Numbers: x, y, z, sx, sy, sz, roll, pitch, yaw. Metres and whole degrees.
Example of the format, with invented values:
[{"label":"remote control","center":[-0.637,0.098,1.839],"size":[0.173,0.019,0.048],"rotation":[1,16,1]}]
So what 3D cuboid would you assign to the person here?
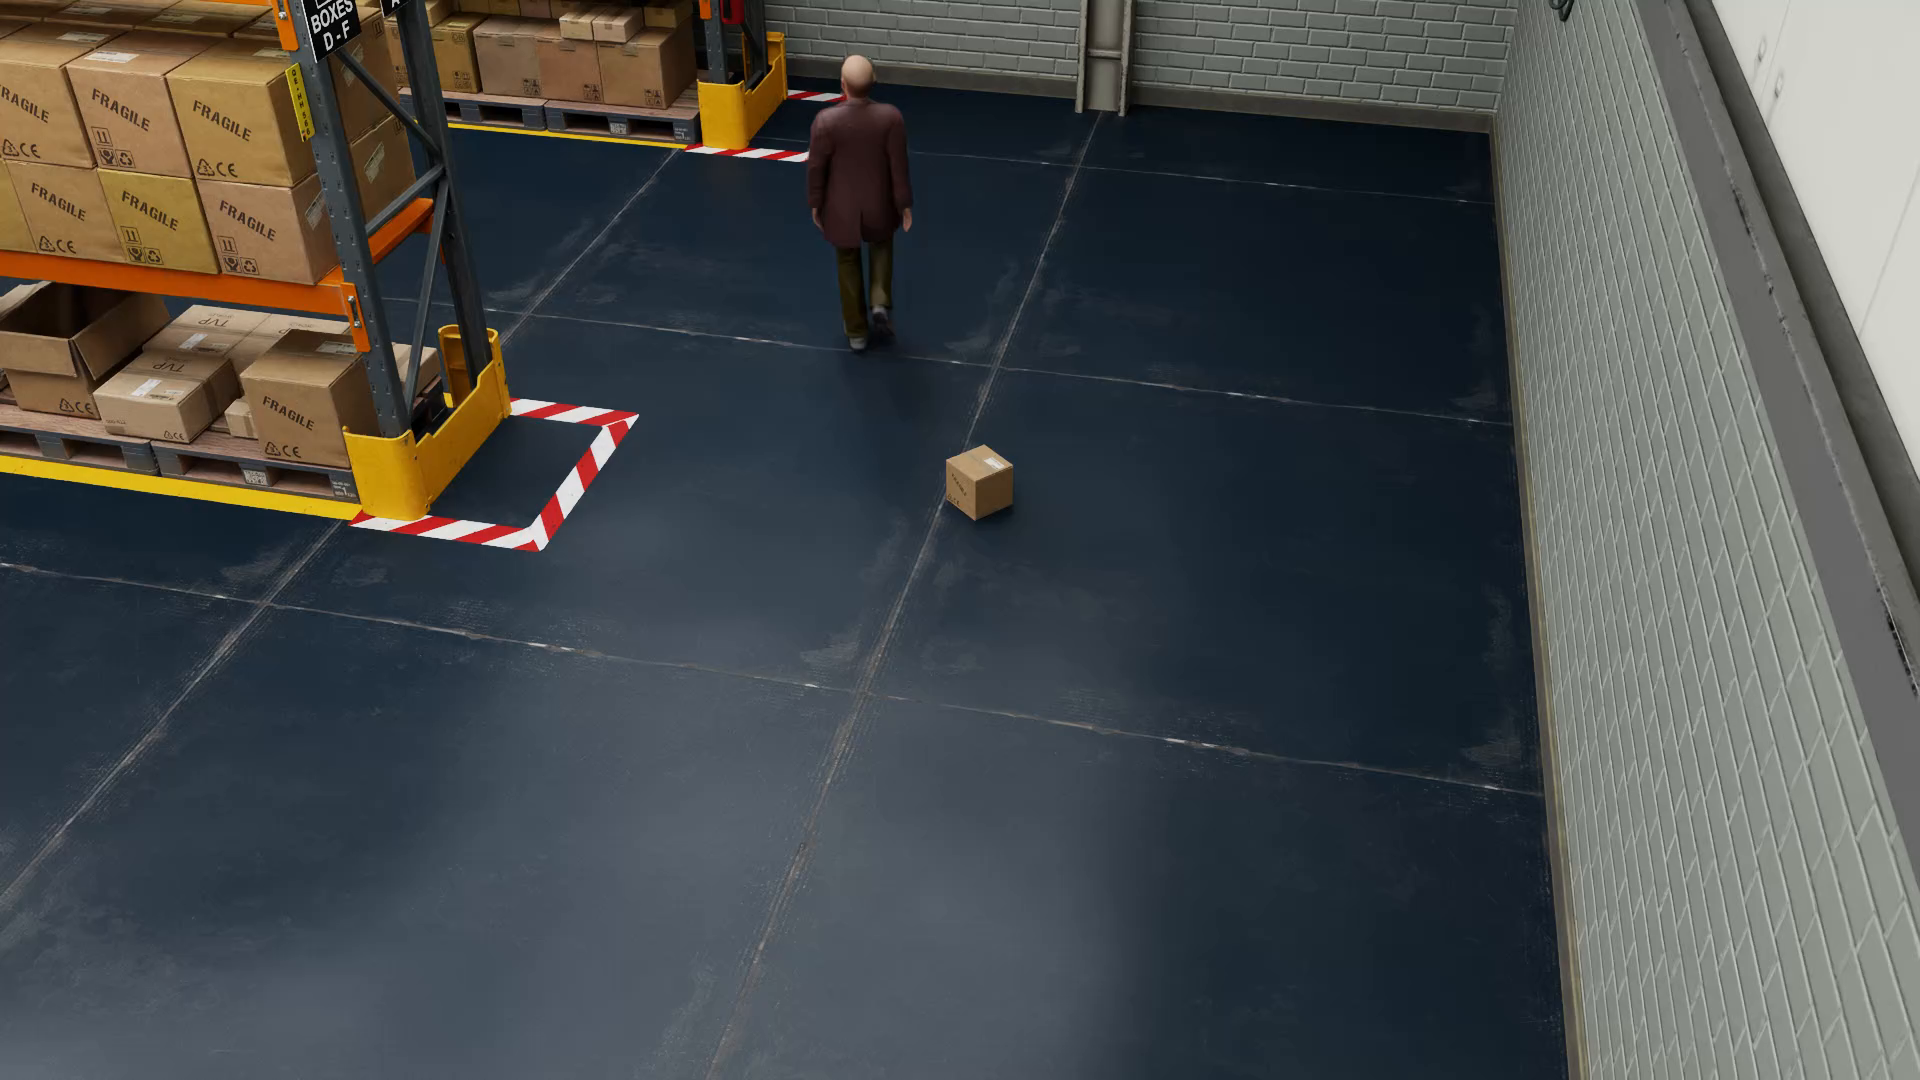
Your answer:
[{"label":"person","center":[-0.586,-1.965,9.642],"size":[0.608,1.786,0.497],"rotation":[-6,37,-9]}]
